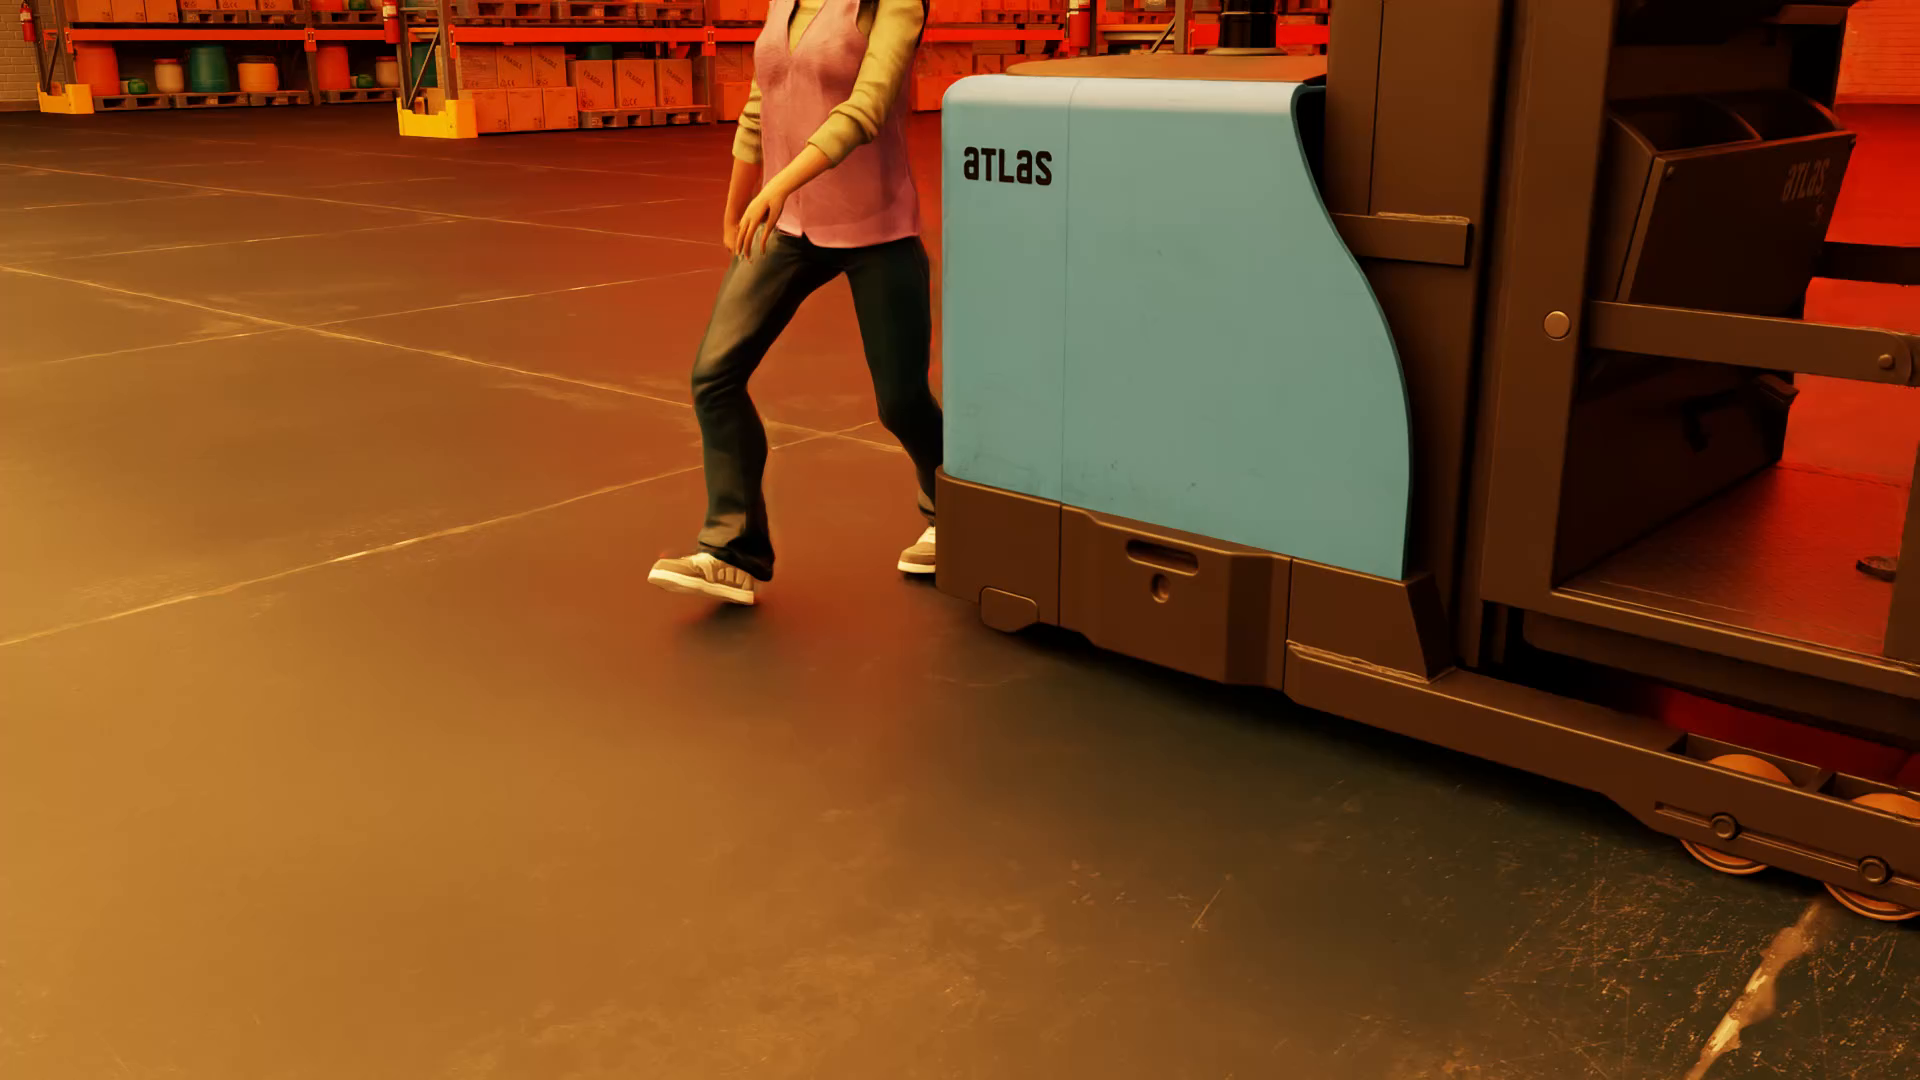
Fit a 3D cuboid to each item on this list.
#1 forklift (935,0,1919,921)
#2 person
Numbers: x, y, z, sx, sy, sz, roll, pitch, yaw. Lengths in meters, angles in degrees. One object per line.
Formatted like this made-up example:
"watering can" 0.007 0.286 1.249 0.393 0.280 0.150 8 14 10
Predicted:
"forklift" 1.382 -1.060 2.390 3.031 2.935 1.130 15 22 40
"person" -0.319 -0.626 3.397 0.540 1.521 0.797 9 19 28
